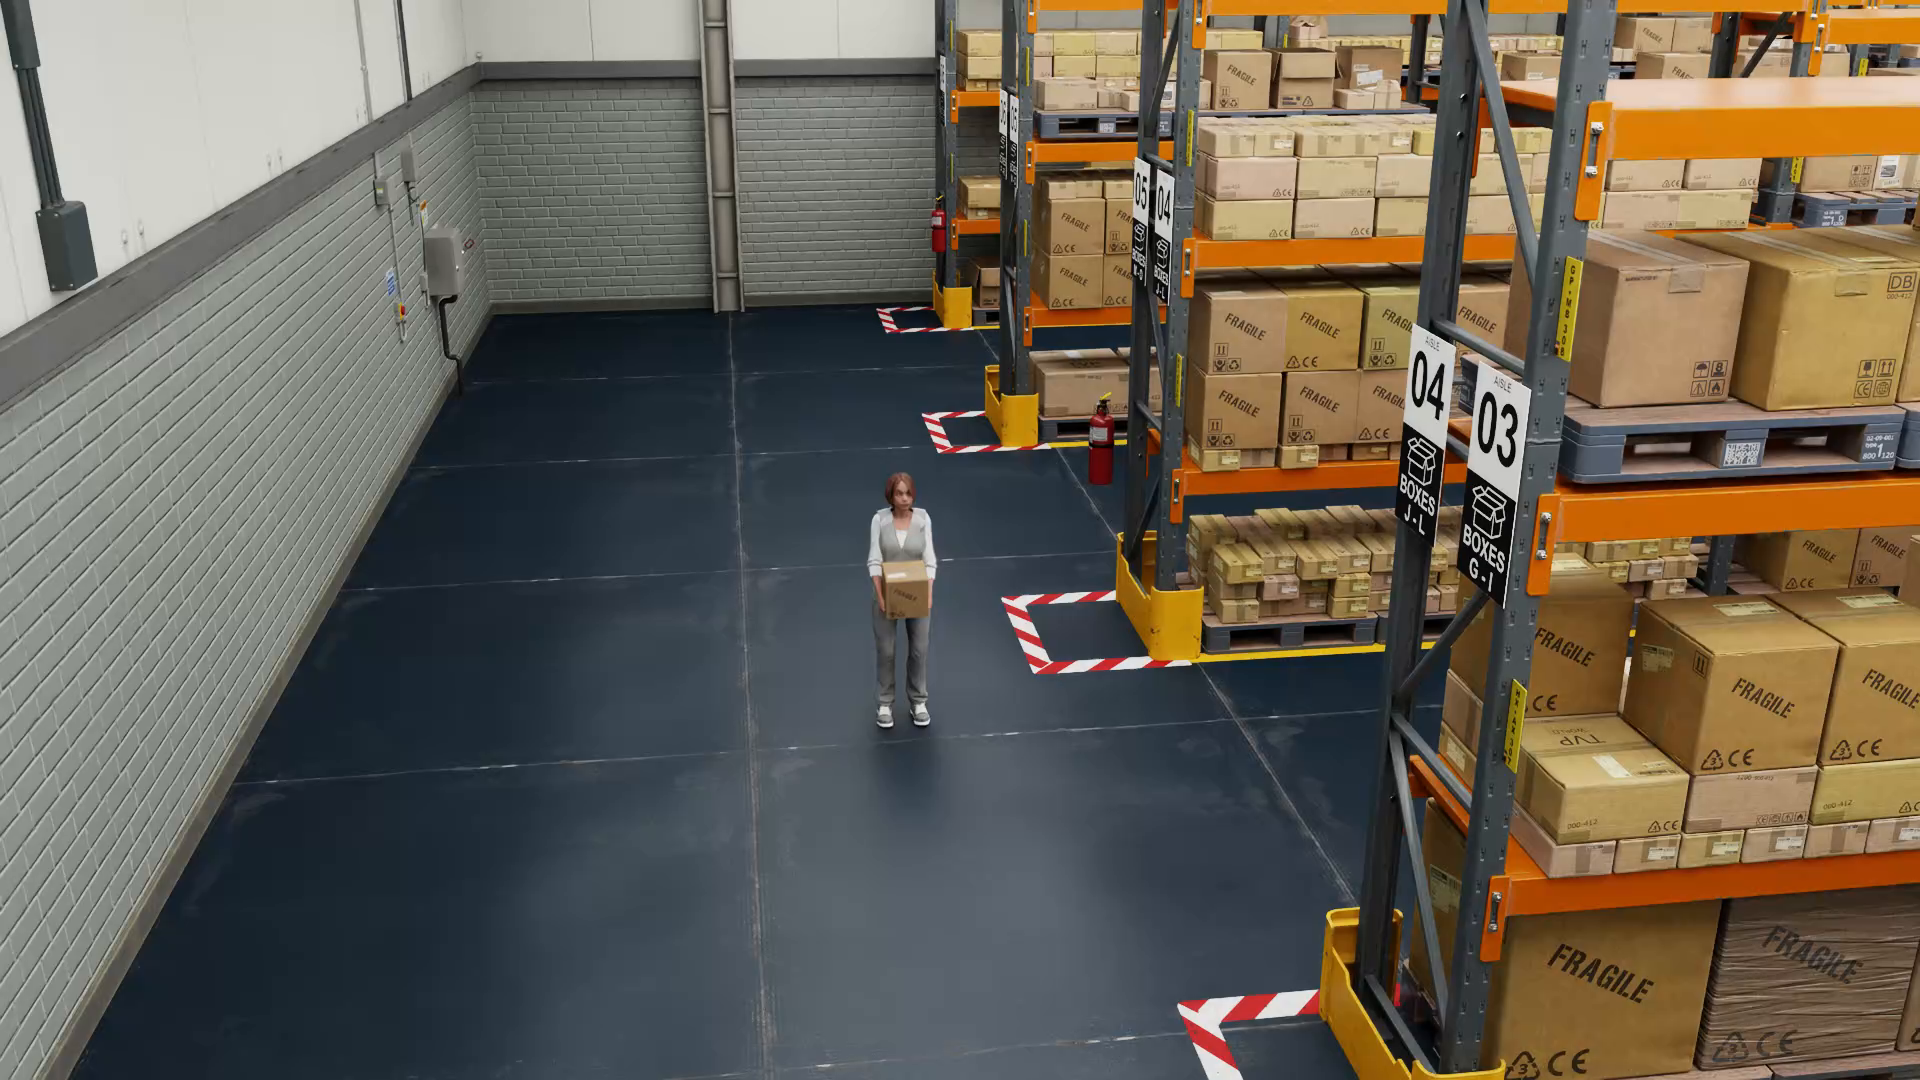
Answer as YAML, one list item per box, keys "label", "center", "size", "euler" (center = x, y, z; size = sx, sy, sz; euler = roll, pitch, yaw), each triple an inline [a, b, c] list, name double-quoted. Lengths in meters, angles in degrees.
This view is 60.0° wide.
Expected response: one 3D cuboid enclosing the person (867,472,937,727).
- label: "person"
  center: [-0.343, 0.389, 10.039]
  size: [0.419, 1.594, 0.492]
  euler: [-3, 21, -8]
